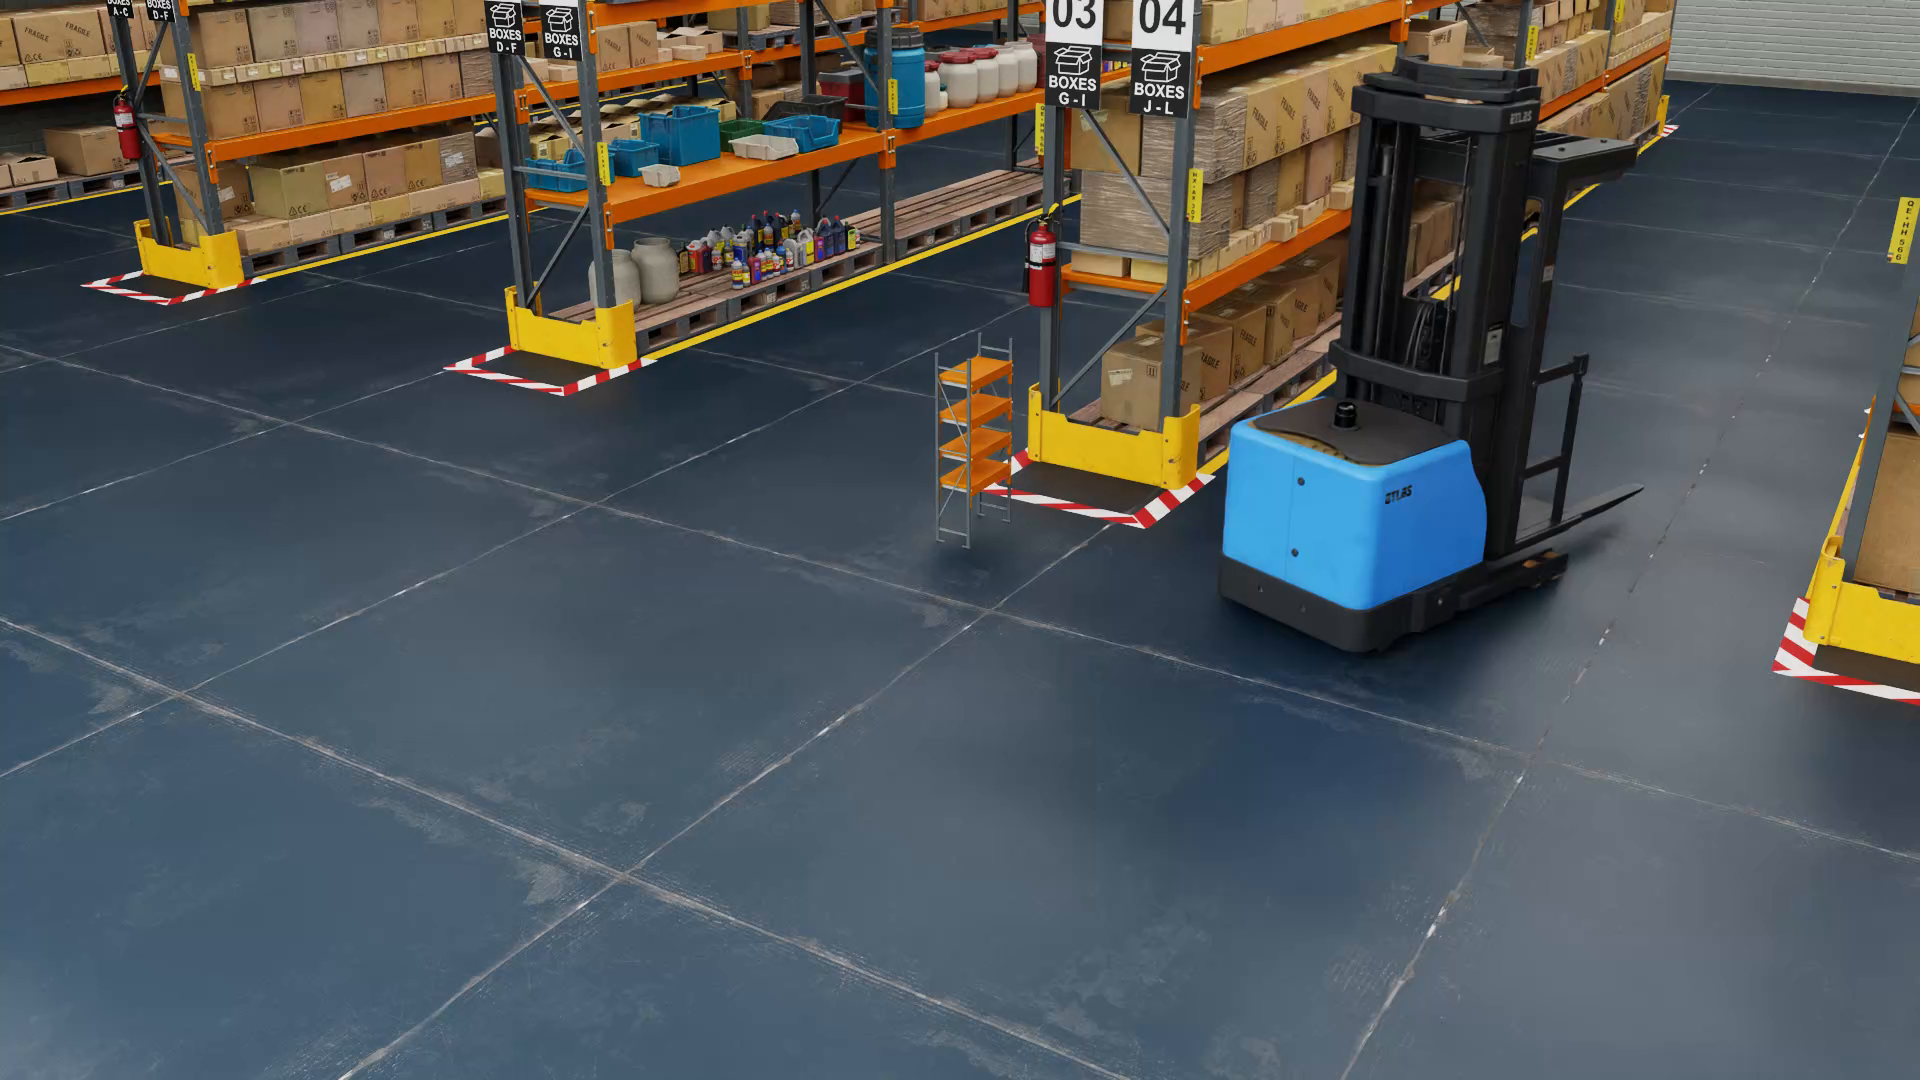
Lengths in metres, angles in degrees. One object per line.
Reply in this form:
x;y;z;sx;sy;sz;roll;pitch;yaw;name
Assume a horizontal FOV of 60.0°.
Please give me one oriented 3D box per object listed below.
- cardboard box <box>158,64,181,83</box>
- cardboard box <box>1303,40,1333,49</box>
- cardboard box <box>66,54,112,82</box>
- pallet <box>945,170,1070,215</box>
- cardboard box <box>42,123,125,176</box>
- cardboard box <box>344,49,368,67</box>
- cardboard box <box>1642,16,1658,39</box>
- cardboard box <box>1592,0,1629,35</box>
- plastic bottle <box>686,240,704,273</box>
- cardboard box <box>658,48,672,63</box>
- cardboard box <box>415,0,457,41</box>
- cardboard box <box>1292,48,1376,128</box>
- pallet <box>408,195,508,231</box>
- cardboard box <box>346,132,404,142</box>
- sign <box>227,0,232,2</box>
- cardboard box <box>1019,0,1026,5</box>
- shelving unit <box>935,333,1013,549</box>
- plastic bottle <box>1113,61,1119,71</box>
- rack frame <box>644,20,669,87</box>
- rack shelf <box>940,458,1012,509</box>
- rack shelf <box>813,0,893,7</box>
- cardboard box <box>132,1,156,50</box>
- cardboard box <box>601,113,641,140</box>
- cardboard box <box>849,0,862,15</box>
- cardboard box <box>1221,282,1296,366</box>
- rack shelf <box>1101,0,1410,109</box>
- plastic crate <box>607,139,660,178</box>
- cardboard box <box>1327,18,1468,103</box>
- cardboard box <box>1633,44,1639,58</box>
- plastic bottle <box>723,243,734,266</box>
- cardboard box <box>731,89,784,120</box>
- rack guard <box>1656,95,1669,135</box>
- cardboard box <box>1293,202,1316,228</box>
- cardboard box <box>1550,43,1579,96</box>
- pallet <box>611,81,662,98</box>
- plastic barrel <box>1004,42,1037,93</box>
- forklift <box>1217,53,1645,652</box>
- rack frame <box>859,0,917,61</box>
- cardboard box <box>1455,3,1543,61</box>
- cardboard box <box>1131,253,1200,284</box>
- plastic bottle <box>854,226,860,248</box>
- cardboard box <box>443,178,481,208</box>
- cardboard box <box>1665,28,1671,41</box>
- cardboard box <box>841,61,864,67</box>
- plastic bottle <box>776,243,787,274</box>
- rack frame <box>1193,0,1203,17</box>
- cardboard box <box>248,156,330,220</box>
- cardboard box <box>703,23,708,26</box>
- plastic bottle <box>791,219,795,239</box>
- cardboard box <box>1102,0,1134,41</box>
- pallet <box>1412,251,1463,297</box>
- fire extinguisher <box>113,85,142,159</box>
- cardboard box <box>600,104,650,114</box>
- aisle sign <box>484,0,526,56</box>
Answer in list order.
-7.381;-4.443;15.796;0.380;0.149;0.250;13;27;28;cardboard box
2.650;-3.746;13.369;0.500;0.500;0.500;14;27;29;cardboard box
-10.300;-5.525;19.401;0.500;0.250;0.500;14;27;29;cardboard box
0.564;-4.059;19.360;1.003;0.211;1.213;14;27;29;pallet
-10.459;-4.667;19.847;0.700;0.500;0.500;12;26;26;cardboard box
-6.219;-4.880;16.806;0.380;0.149;0.250;14;27;29;cardboard box
8.867;-6.759;21.903;0.500;0.250;0.500;13;27;27;cardboard box
7.793;-6.424;20.183;0.500;0.500;0.500;14;27;29;cardboard box
-2.462;-2.635;15.435;0.152;0.276;0.135;14;27;29;plastic bottle
-3.825;-6.074;20.820;0.380;0.149;0.250;16;28;33;cardboard box
-5.805;-5.600;17.652;0.700;0.500;0.500;14;27;29;cardboard box
2.837;-3.466;12.723;0.500;0.500;0.500;14;27;29;cardboard box
-5.766;-3.742;18.627;1.003;0.211;1.213;14;27;29;pallet
-6.348;-4.128;17.997;0.500;0.500;0.500;14;27;29;cardboard box
-9.056;-6.604;20.640;0.100;0.325;0.005;14;27;29;sign
0.744;-8.993;27.122;0.500;0.500;0.500;14;27;29;cardboard box
0.087;-0.606;10.141;0.258;1.200;0.503;14;27;29;shelving unit
1.862;-5.808;20.038;0.061;0.283;0.133;14;27;29;plastic bottle
-5.301;-9.018;27.305;1.000;3.000;0.127;14;27;29;rack frame
0.087;-0.363;10.246;0.258;0.148;0.480;14;27;29;rack shelf
-0.049;-5.963;17.379;1.077;0.370;4.000;14;27;29;rack shelf
-9.766;-6.208;20.035;0.500;0.500;0.500;14;27;29;cardboard box
-4.071;-5.076;20.425;0.500;0.311;0.500;15;27;30;cardboard box
-1.839;-7.861;23.979;0.700;0.500;0.500;19;30;37;cardboard box
2.302;-1.702;13.023;0.500;0.500;0.500;11;26;24;cardboard box
2.049;-3.575;11.863;1.077;0.370;4.000;14;27;29;rack shelf
-2.857;-3.273;14.222;0.499;0.251;0.408;14;27;29;plastic crate
3.642;-3.911;14.224;1.000;1.000;1.000;14;27;29;cardboard box
8.445;-6.256;21.242;0.380;0.149;0.250;14;27;30;cardboard box
-2.179;-2.693;15.665;0.097;0.201;0.097;0;23;0;plastic bottle
-2.718;-5.780;22.418;0.500;0.500;0.500;15;28;31;cardboard box
9.446;-6.115;23.746;1.175;0.500;0.348;14;27;29;rack guard
2.436;-2.451;12.452;0.380;0.149;0.250;14;27;29;cardboard box
6.504;-5.223;18.414;0.500;0.500;0.500;14;27;29;cardboard box
-5.644;-7.462;27.221;1.003;0.211;1.213;14;27;29;pallet
0.645;-5.251;18.463;0.421;0.512;0.421;0;23;0;plastic barrel
2.923;-1.210;9.356;3.031;2.935;1.130;-18;29;-35;forklift
-1.091;-7.981;24.910;1.000;3.000;0.127;14;27;29;rack frame
5.613;-5.303;17.336;0.797;0.503;0.637;15;28;31;cardboard box
1.346;-1.785;10.913;0.380;0.149;0.250;14;27;29;cardboard box
-1.031;-2.972;16.307;0.097;0.201;0.097;0;23;0;plastic bottle
-5.642;-3.843;18.284;0.500;0.250;0.500;14;27;29;cardboard box
9.525;-6.949;22.843;0.380;0.149;0.250;14;27;30;cardboard box
-1.553;-6.924;25.060;0.500;0.500;0.500;13;26;27;cardboard box
-1.653;-2.606;15.374;0.097;0.271;0.097;0;23;0;plastic bottle
0.994;-4.607;9.564;1.000;3.000;0.127;14;27;29;rack frame
-6.686;-3.509;16.570;0.500;0.500;0.500;14;27;29;cardboard box
-4.209;-8.846;28.709;0.380;0.149;0.250;13;27;27;cardboard box
-1.698;-3.109;16.626;0.097;0.201;0.097;0;23;0;plastic bottle
1.032;-3.377;10.689;0.500;0.250;0.500;15;27;30;cardboard box
4.156;-2.601;15.992;1.003;0.211;1.213;14;27;29;pallet
-7.877;-3.953;15.703;0.296;0.674;0.183;14;27;29;fire extinguisher
-4.267;-5.353;21.067;0.500;0.311;0.500;13;27;28;cardboard box
-3.505;-4.123;12.725;0.394;0.787;0.004;14;27;29;aisle sign
